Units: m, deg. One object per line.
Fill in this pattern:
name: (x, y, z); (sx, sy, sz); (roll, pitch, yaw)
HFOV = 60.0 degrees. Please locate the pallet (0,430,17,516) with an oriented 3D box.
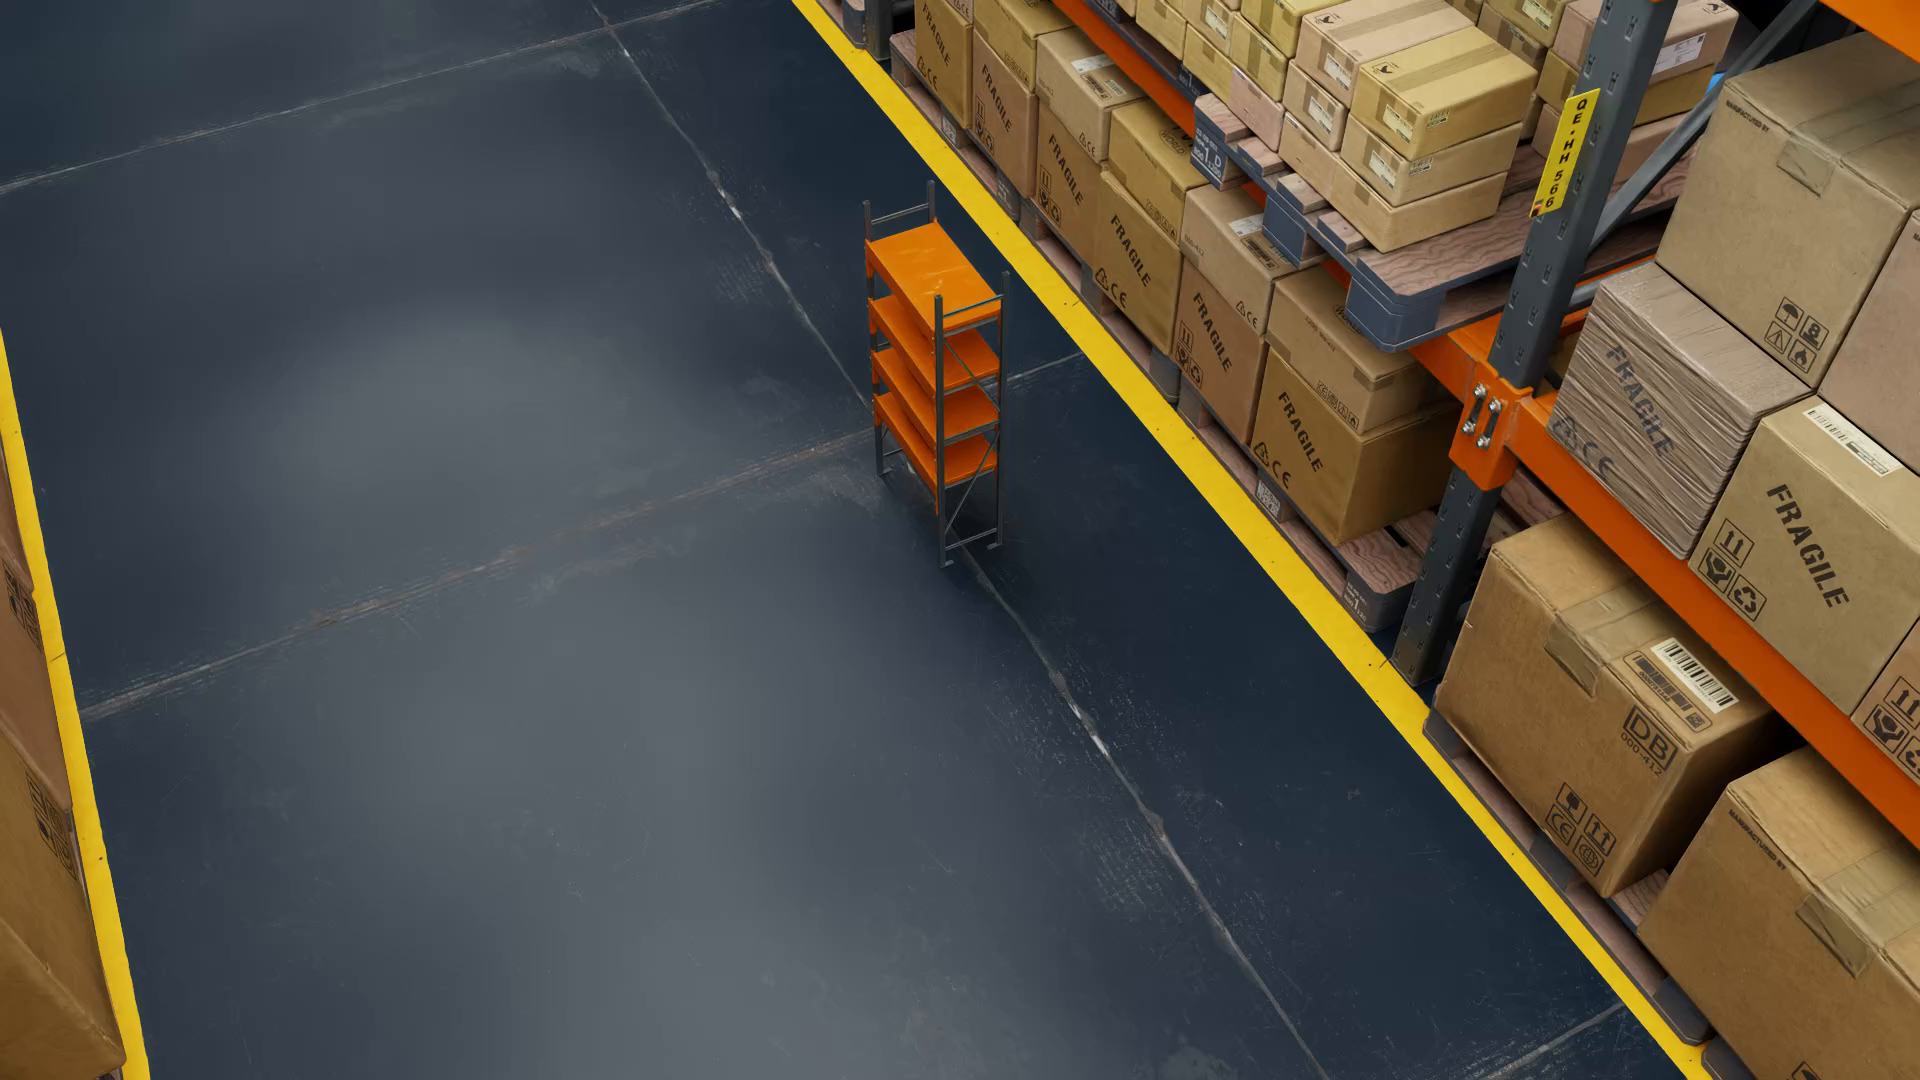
pallet: (-4.001, -0.350, 5.916); (1.003, 0.211, 1.213); (-21, 52, -18)

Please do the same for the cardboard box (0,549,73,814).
cardboard box: (-3.289, 0.412, 4.529); (1.225, 0.875, 0.875); (-21, 52, -17)

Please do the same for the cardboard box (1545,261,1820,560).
cardboard box: (1.831, -0.361, 4.007); (0.500, 0.500, 0.500); (-21, 52, -17)

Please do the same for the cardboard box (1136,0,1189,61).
cardboard box: (0.766, -1.636, 5.076); (0.380, 0.149, 0.250); (-23, 53, -19)

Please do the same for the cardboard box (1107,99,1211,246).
cardboard box: (0.860, -1.331, 5.805); (0.500, 0.250, 0.500); (-20, 52, -17)

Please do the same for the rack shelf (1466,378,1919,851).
rack shelf: (2.781, 0.854, 3.489); (1.077, 0.370, 4.000); (-21, 52, -18)

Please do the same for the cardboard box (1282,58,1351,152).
cardboard box: (1.111, -1.227, 4.521); (0.380, 0.149, 0.250); (-19, 52, -16)

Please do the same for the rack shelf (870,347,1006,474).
rack shelf: (-0.076, -0.462, 5.446); (0.258, 0.148, 0.480); (-21, 52, -18)

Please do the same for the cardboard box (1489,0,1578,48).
cardboard box: (1.701, -1.528, 4.586); (0.380, 0.149, 0.250); (-22, 53, -18)

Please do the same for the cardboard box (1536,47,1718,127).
cardboard box: (1.823, -1.268, 4.556); (0.380, 0.149, 0.250); (-19, 52, -16)

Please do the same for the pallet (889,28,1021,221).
pallet: (0.393, -1.960, 7.324); (1.003, 0.211, 1.213); (-21, 52, -18)

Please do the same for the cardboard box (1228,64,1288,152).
cardboard box: (1.001, -1.288, 4.772); (0.380, 0.149, 0.250); (-20, 52, -17)

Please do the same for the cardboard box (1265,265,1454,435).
cardboard box: (1.319, -0.651, 5.210); (0.500, 0.250, 0.500); (-22, 52, -18)

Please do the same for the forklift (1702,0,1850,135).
forklift: (3.381, -2.403, 5.905); (3.031, 2.935, 1.130); (-13, 50, -11)

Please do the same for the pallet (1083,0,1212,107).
pallet: (0.923, -1.969, 5.607); (1.003, 0.211, 1.213); (-21, 52, -18)

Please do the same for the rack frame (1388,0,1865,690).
rack frame: (1.865, -0.722, 4.389); (1.000, 3.000, 0.127); (-21, 52, -18)

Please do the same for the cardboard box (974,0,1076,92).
cardboard box: (0.384, -2.020, 6.407); (0.500, 0.250, 0.500); (-20, 52, -17)

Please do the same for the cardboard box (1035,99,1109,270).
cardboard box: (0.633, -1.429, 6.389); (0.500, 0.500, 0.500); (-20, 52, -17)

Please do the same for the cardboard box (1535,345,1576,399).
cardboard box: (1.768, -0.598, 5.662); (0.500, 0.500, 0.500); (-23, 53, -19)

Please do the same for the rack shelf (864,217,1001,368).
rack shelf: (-0.076, -0.764, 5.099); (0.258, 0.148, 0.480); (-21, 52, -18)

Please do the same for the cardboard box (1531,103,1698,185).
cardboard box: (1.840, -1.146, 4.648); (0.380, 0.149, 0.250); (-22, 52, -18)

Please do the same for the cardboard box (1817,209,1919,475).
cardboard box: (2.295, -0.442, 3.413); (0.700, 0.500, 0.500); (-22, 52, -18)

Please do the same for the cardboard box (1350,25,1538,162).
cardboard box: (1.233, -1.143, 4.250); (0.380, 0.149, 0.250); (-23, 53, -19)

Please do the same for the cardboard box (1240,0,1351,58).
cardboard box: (1.001, -1.487, 4.551); (0.380, 0.149, 0.250); (-20, 52, -16)

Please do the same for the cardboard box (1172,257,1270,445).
cardboard box: (1.098, -0.736, 5.783); (0.500, 0.500, 0.500); (-19, 52, -16)

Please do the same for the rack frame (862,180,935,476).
rack frame: (-0.187, -0.669, 5.538); (0.240, 1.200, 0.015); (-21, 52, -18)

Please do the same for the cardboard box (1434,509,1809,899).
cardboard box: (2.064, 0.319, 4.694); (1.050, 0.750, 0.750); (-22, 52, -18)

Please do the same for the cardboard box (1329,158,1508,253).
cardboard box: (1.231, -0.949, 4.475); (0.380, 0.149, 0.250); (-20, 52, -17)

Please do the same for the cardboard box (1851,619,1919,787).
cardboard box: (2.296, 0.316, 3.415); (0.500, 0.500, 0.500); (-21, 52, -18)

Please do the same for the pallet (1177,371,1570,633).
pallet: (1.509, -0.327, 5.896); (1.003, 0.211, 1.213); (-21, 52, -18)

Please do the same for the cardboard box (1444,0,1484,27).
cardboard box: (1.572, -1.626, 4.870); (0.380, 0.149, 0.250); (-23, 53, -19)

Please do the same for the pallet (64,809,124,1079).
pallet: (-2.885, 1.283, 4.487); (1.003, 0.211, 1.213); (-21, 52, -18)

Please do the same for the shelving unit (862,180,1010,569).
shelving unit: (-0.076, -0.506, 5.395); (0.258, 1.200, 0.503); (-21, 52, -18)

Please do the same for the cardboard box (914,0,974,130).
cardboard box: (0.137, -2.128, 7.000); (0.500, 0.500, 0.500); (-19, 52, -16)

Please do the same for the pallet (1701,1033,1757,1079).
pallet: (2.713, 1.565, 4.241); (1.003, 0.211, 1.213); (-21, 52, -18)

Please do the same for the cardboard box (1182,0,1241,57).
cardboard box: (0.874, -1.570, 4.821); (0.380, 0.149, 0.250); (-21, 52, -17)
